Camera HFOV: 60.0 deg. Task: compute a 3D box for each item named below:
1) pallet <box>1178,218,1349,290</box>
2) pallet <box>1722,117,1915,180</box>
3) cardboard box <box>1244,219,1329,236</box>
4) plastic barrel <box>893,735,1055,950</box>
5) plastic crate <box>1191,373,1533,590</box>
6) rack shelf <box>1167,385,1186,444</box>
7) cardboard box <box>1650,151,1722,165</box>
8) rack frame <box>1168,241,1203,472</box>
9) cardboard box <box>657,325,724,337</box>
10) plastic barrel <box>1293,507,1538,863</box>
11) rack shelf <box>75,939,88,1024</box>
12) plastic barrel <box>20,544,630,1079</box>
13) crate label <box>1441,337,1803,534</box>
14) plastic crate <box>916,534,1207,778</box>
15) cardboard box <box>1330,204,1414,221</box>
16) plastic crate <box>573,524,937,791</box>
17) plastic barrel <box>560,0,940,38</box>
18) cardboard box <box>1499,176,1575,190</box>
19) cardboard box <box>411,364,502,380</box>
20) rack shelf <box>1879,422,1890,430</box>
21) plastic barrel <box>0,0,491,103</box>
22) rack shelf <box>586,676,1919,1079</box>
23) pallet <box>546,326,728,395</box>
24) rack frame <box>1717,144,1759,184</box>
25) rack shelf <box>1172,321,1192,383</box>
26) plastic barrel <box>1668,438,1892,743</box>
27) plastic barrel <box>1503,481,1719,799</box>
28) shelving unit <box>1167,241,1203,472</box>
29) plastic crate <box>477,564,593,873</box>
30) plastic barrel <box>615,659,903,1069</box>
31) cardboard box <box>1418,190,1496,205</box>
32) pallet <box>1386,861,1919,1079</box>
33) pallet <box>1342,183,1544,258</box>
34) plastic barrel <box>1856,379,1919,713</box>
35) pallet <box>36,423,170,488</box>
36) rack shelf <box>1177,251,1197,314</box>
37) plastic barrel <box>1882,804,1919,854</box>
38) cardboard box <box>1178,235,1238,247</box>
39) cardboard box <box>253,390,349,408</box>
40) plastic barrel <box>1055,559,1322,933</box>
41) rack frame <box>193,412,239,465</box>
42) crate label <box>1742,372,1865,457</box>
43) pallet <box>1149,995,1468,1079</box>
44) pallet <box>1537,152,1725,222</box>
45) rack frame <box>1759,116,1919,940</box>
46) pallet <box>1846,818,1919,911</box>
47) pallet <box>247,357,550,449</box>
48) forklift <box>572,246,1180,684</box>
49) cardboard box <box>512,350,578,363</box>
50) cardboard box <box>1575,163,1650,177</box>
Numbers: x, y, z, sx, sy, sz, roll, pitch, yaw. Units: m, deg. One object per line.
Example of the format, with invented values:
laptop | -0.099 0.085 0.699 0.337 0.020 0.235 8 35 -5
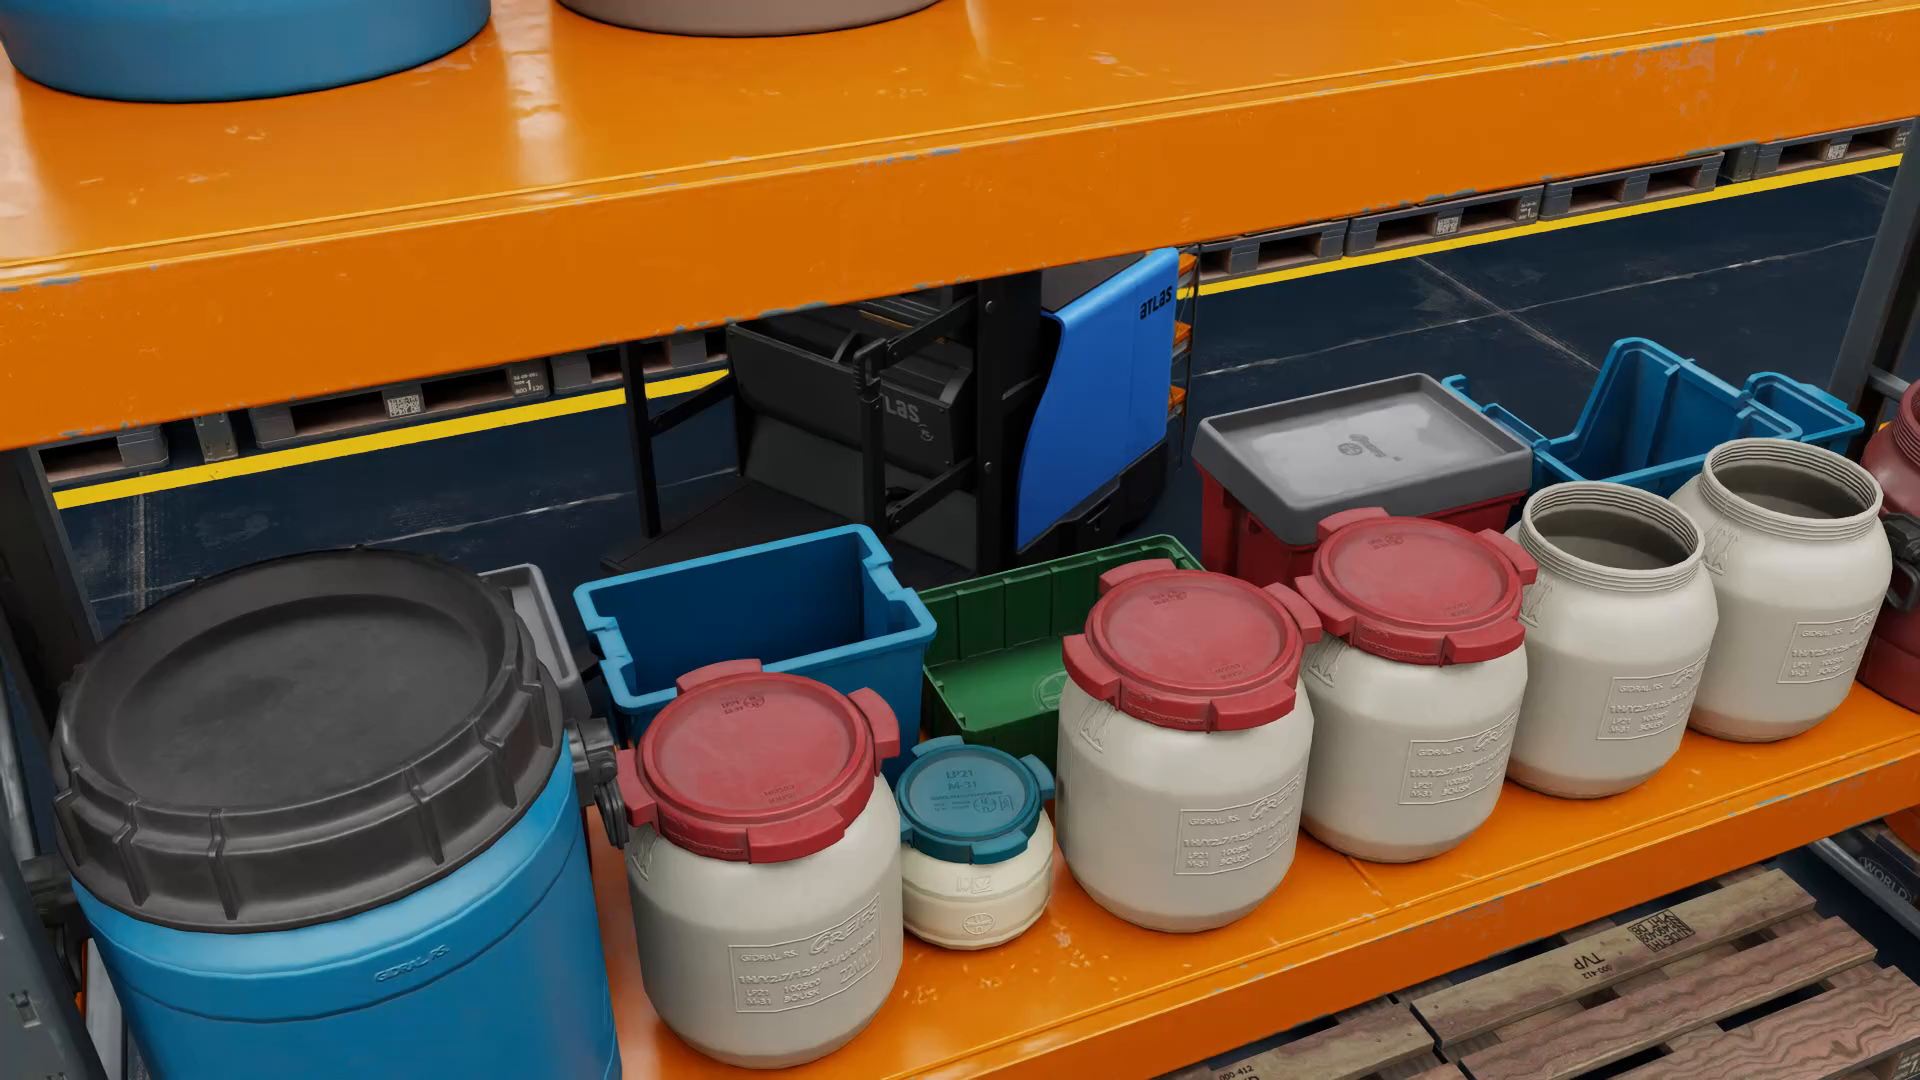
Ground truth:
pallet | 1.209 -1.640 8.577 1.213 0.211 1.003 -13 35 -19
pallet | 4.828 -2.490 9.884 1.213 0.211 1.003 -13 35 -19
cardboard box | 1.517 -1.873 8.266 0.500 0.500 0.500 -14 36 -21
plastic barrel | 0.012 0.522 2.825 0.301 0.262 0.301 0 33 0
plastic crate | 0.812 -0.018 3.469 0.583 0.464 0.402 -13 35 -19
rack shelf | 0.738 -0.486 6.563 0.240 0.259 0.215 22 39 30
cardboard box | 3.850 -2.403 9.082 0.500 0.500 0.500 -13 35 -19
rack frame | 0.837 -0.688 6.345 0.008 1.050 0.200 22 39 30
cardboard box | -1.296 -1.135 7.380 0.500 0.250 0.500 -12 35 -18
plastic barrel | 0.775 0.271 2.959 0.433 0.535 0.433 0 33 0
rack shelf | -3.112 1.390 2.024 4.000 0.370 1.077 -13 35 -19
plastic barrel | -0.794 0.526 2.231 0.708 0.901 0.600 -13 35 -19
crate label | 1.400 -0.120 3.651 0.616 0.435 0.502 -13 35 -19
plastic crate | 0.229 0.245 3.317 0.662 0.188 0.450 -13 35 -19
cardboard box | 1.982 -1.976 8.425 0.500 0.500 0.500 -13 35 -20
plastic crate | -0.371 0.283 3.079 0.575 0.384 0.392 -13 35 -19
plastic barrel | -0.280 -1.156 2.066 0.600 0.901 0.600 0 33 0
cardboard box | 2.929 -2.197 8.765 0.500 0.500 0.500 -12 35 -18
cardboard box | -2.242 -0.917 7.045 0.500 0.250 0.500 -12 35 -18
rack shelf | 4.264 -0.299 4.619 4.000 0.370 1.077 -13 35 -19
plastic barrel | -0.883 -1.018 1.854 0.708 0.901 0.600 -13 35 -19
rack shelf | 0.576 0.545 3.321 4.000 0.370 1.077 -13 35 -19
pallet | -1.391 -1.092 7.734 1.213 0.211 1.003 -13 35 -19
rack frame | 4.194 -3.515 8.902 0.127 3.000 1.000 -13 35 -19
rack shelf | 0.739 -0.719 6.412 0.240 0.259 0.215 22 39 30
plastic barrel | 1.555 0.099 3.245 0.421 0.512 0.421 0 33 0
plastic barrel | 1.166 0.188 3.108 0.421 0.512 0.421 0 33 0
shelving unit | 0.739 -0.728 6.406 0.252 1.050 0.215 22 39 30
plastic crate | -0.940 0.383 2.852 0.583 0.464 0.402 -13 35 -19
plastic barrel | -0.301 0.517 2.580 0.433 0.535 0.433 0 33 0
cardboard box | 2.461 -2.089 8.599 0.500 0.500 0.500 -14 36 -21
pallet | 1.691 1.134 4.313 1.213 0.211 1.003 -13 35 -19
pallet | 2.332 -1.896 8.970 1.213 0.211 1.003 -13 35 -19
plastic barrel | 2.110 0.015 3.352 0.708 0.536 0.600 -13 35 -19
pallet | -3.931 -0.510 6.840 1.213 0.211 1.003 -13 35 -19
rack shelf | 0.739 -0.957 6.258 0.240 0.259 0.215 22 39 30
plastic barrel | 2.865 0.443 4.423 0.708 0.830 0.600 -13 35 -19
cardboard box | 1.037 -1.759 8.092 0.500 0.500 0.500 -11 35 -17
cardboard box | -2.714 -0.810 6.880 0.500 0.250 0.500 -14 35 -20
plastic barrel | 0.376 0.362 2.818 0.433 0.535 0.433 0 33 0
rack frame | -3.182 -1.826 6.306 0.127 3.000 1.000 -13 35 -19
crate label | 1.887 -0.208 3.973 0.416 0.233 0.303 -13 35 -19
pallet | 0.568 1.390 3.921 1.213 0.211 1.003 -13 35 -19
pallet | 3.459 -2.155 9.369 1.213 0.211 1.003 -13 35 -19
rack frame | 2.420 -0.179 3.774 0.127 3.000 1.000 -13 35 -19
pallet | 3.131 0.803 4.823 1.213 0.211 1.003 -13 35 -19
pallet | -2.518 -0.832 7.335 1.213 0.211 1.003 -13 35 -19
forklift | -0.487 -0.900 4.946 1.130 2.935 3.031 22 39 30
cardboard box | -1.766 -1.028 7.215 0.500 0.250 0.500 -14 36 -20
cardboard box | 3.391 -2.303 8.928 0.500 0.500 0.500 -13 35 -19
